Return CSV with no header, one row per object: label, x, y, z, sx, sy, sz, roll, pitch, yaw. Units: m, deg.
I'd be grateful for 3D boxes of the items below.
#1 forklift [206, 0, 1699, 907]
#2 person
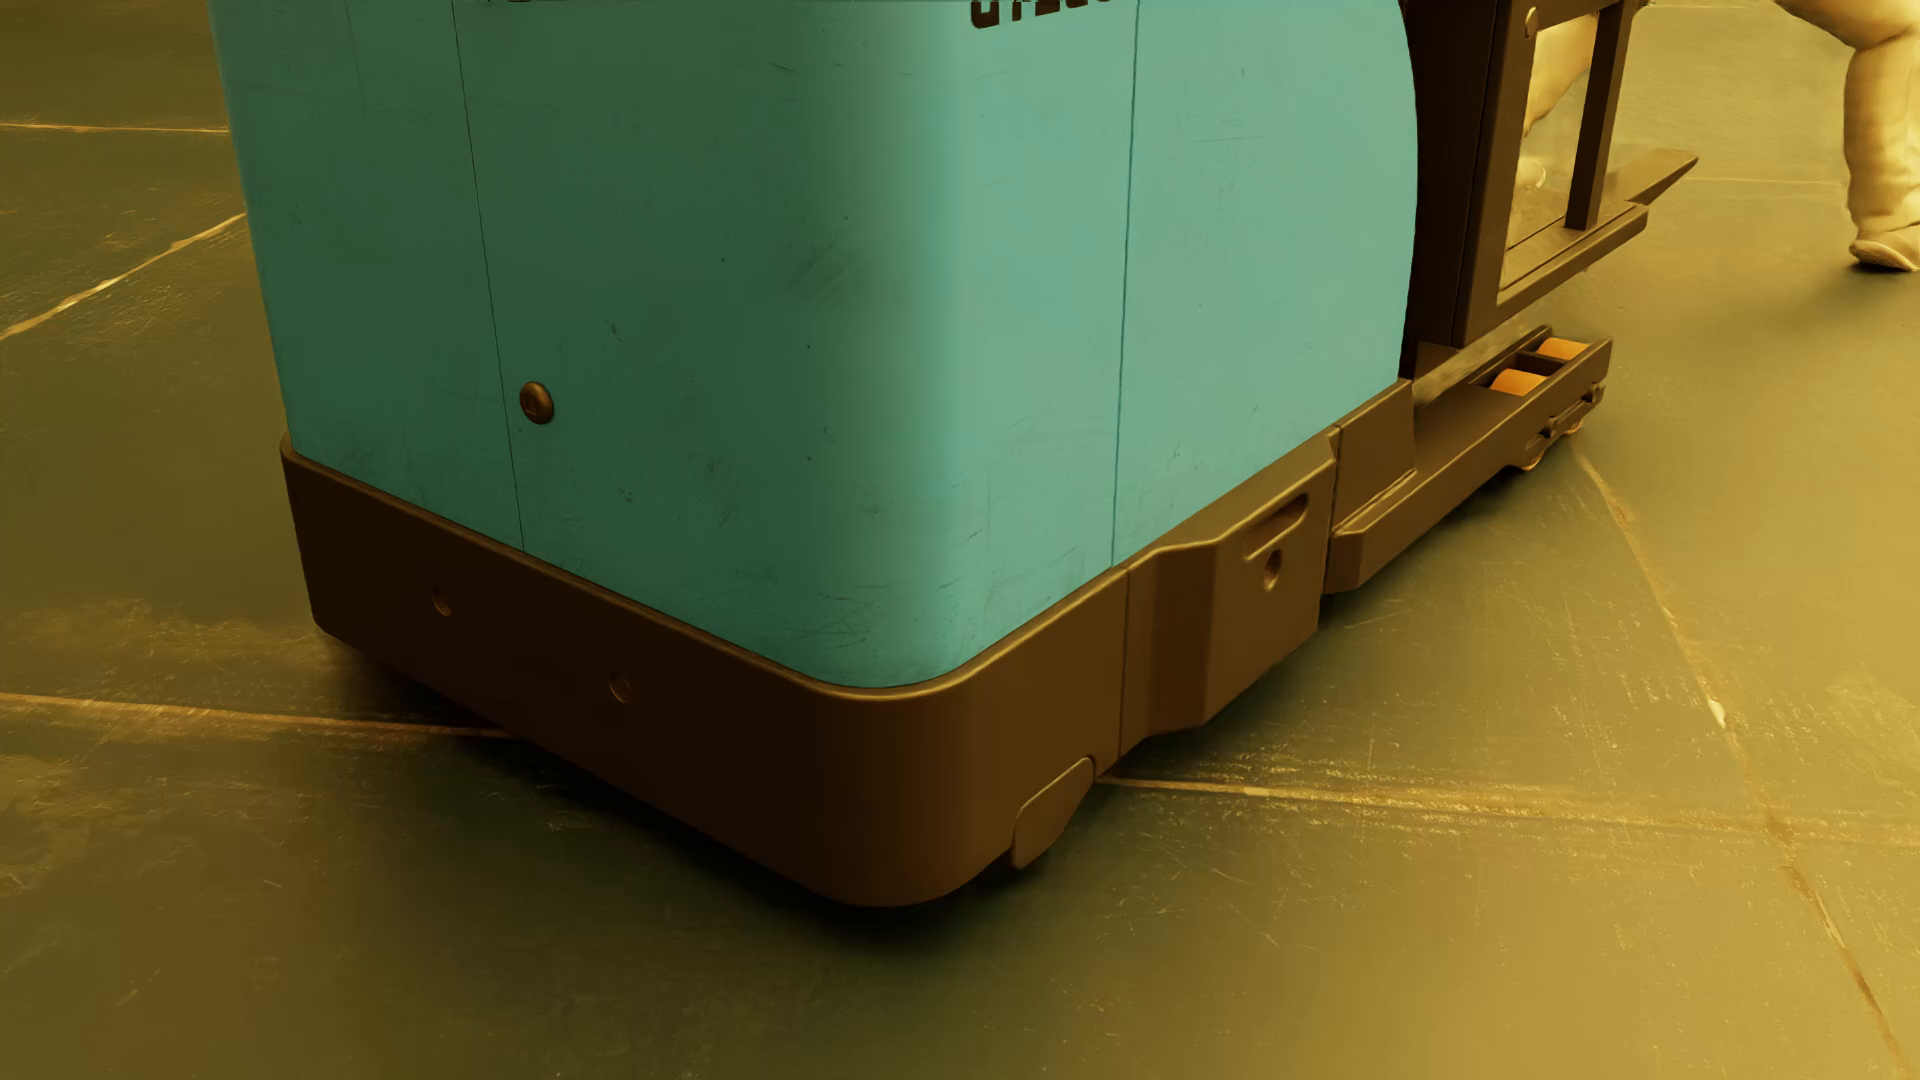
forklift,0.464,-1.545,2.314,1.130,2.935,3.031,19,32,34
person,1.761,-1.344,3.520,1.186,1.686,0.559,19,32,33
